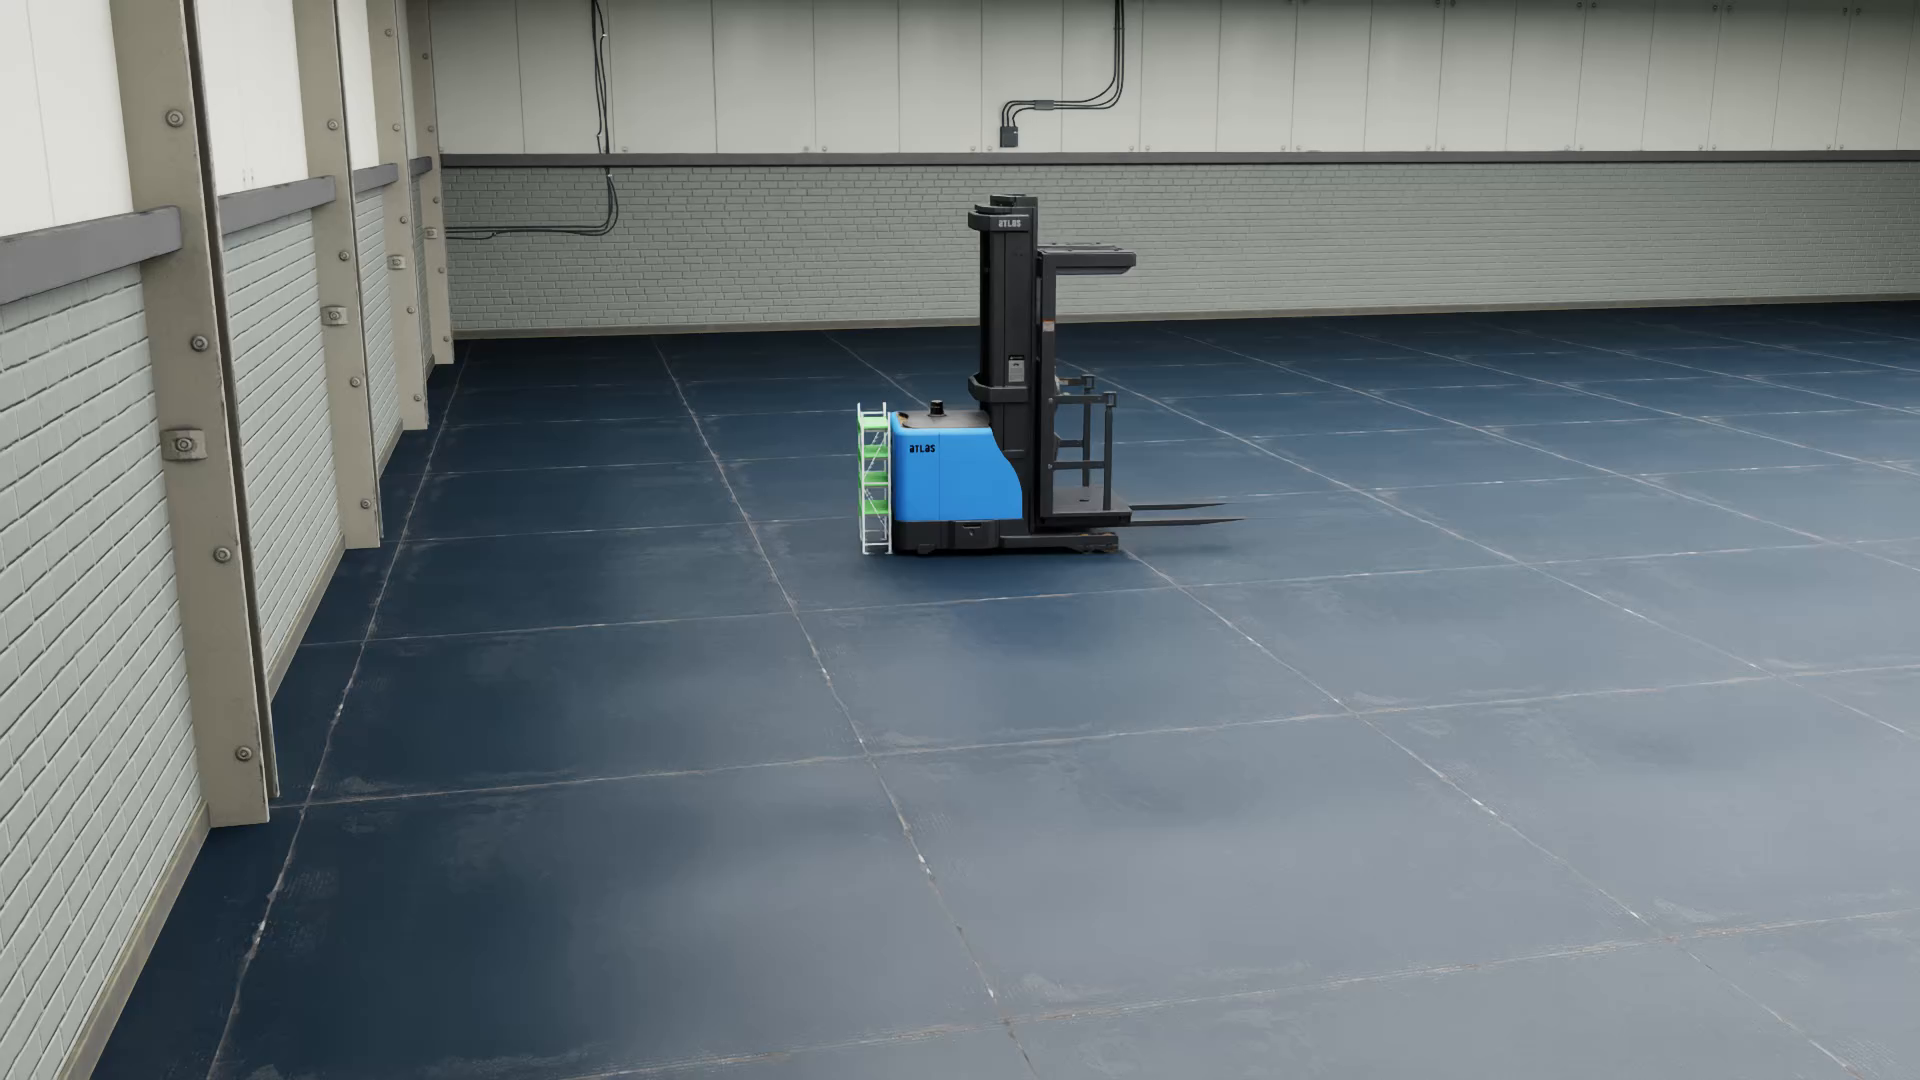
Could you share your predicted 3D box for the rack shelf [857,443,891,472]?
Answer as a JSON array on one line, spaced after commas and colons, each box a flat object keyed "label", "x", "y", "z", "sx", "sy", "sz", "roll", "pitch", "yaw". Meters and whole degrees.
[{"label": "rack shelf", "x": -0.724, "y": -0.696, "z": 14.007, "sx": 0.258, "sy": 0.148, "sz": 0.480, "roll": -2, "pitch": 14, "yaw": -6}]

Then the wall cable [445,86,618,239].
[{"label": "wall cable", "x": -7.373, "y": -6.360, "z": 28.042, "sx": 3.097, "sy": 2.526, "sz": 0.112, "roll": -3, "pitch": 14, "yaw": -13}]

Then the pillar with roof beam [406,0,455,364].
[{"label": "pillar with roof beam", "x": -3.781, "y": -7.355, "z": 25.572, "sx": 9.100, "sy": 9.000, "sz": 0.400, "roll": -3, "pitch": 14, "yaw": -13}]

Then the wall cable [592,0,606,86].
[{"label": "wall cable", "x": -4.743, "y": -8.964, "z": 28.060, "sx": 3.097, "sy": 2.526, "sz": 0.112, "roll": -3, "pitch": 14, "yaw": -13}]

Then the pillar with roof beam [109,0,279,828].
[{"label": "pillar with roof beam", "x": 0.446, "y": -3.203, "z": 8.576, "sx": 9.100, "sy": 9.000, "sz": 0.400, "roll": -3, "pitch": 14, "yaw": -13}]

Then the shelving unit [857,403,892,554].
[{"label": "shelving unit", "x": -0.724, "y": -0.525, "z": 14.048, "sx": 0.258, "sy": 1.200, "sz": 0.503, "roll": -2, "pitch": 14, "yaw": -6}]

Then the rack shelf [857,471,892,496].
[{"label": "rack shelf", "x": -0.724, "y": -0.463, "z": 14.064, "sx": 0.258, "sy": 0.148, "sz": 0.480, "roll": -2, "pitch": 14, "yaw": -6}]

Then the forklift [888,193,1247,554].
[{"label": "forklift", "x": 0.915, "y": -1.432, "z": 14.113, "sx": 3.031, "sy": 2.935, "sz": 1.130, "roll": -1, "pitch": 14, "yaw": -6}]

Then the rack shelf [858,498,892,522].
[{"label": "rack shelf", "x": -0.724, "y": -0.230, "z": 14.120, "sx": 0.258, "sy": 0.148, "sz": 0.480, "roll": -2, "pitch": 14, "yaw": -6}]

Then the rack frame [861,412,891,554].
[{"label": "rack frame", "x": -0.696, "y": -0.468, "z": 13.813, "sx": 0.240, "sy": 1.200, "sz": 0.015, "roll": -2, "pitch": 14, "yaw": -6}]

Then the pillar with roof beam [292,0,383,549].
[{"label": "pillar with roof beam", "x": -0.963, "y": -4.587, "z": 14.241, "sx": 9.100, "sy": 9.000, "sz": 0.400, "roll": -3, "pitch": 14, "yaw": -13}]

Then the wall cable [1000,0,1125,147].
[{"label": "wall cable", "x": 1.859, "y": -10.046, "z": 29.421, "sx": 2.305, "sy": 6.003, "sz": 0.169, "roll": -3, "pitch": 14, "yaw": -13}]

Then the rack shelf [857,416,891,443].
[{"label": "rack shelf", "x": -0.724, "y": -0.929, "z": 13.950, "sx": 0.258, "sy": 0.148, "sz": 0.480, "roll": -2, "pitch": 14, "yaw": -6}]

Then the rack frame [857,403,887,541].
[{"label": "rack frame", "x": -0.752, "y": -0.583, "z": 14.284, "sx": 0.240, "sy": 1.200, "sz": 0.015, "roll": -2, "pitch": 14, "yaw": -6}]

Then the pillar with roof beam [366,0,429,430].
[{"label": "pillar with roof beam", "x": -2.372, "y": -5.971, "z": 19.907, "sx": 9.100, "sy": 9.000, "sz": 0.400, "roll": -3, "pitch": 14, "yaw": -13}]
